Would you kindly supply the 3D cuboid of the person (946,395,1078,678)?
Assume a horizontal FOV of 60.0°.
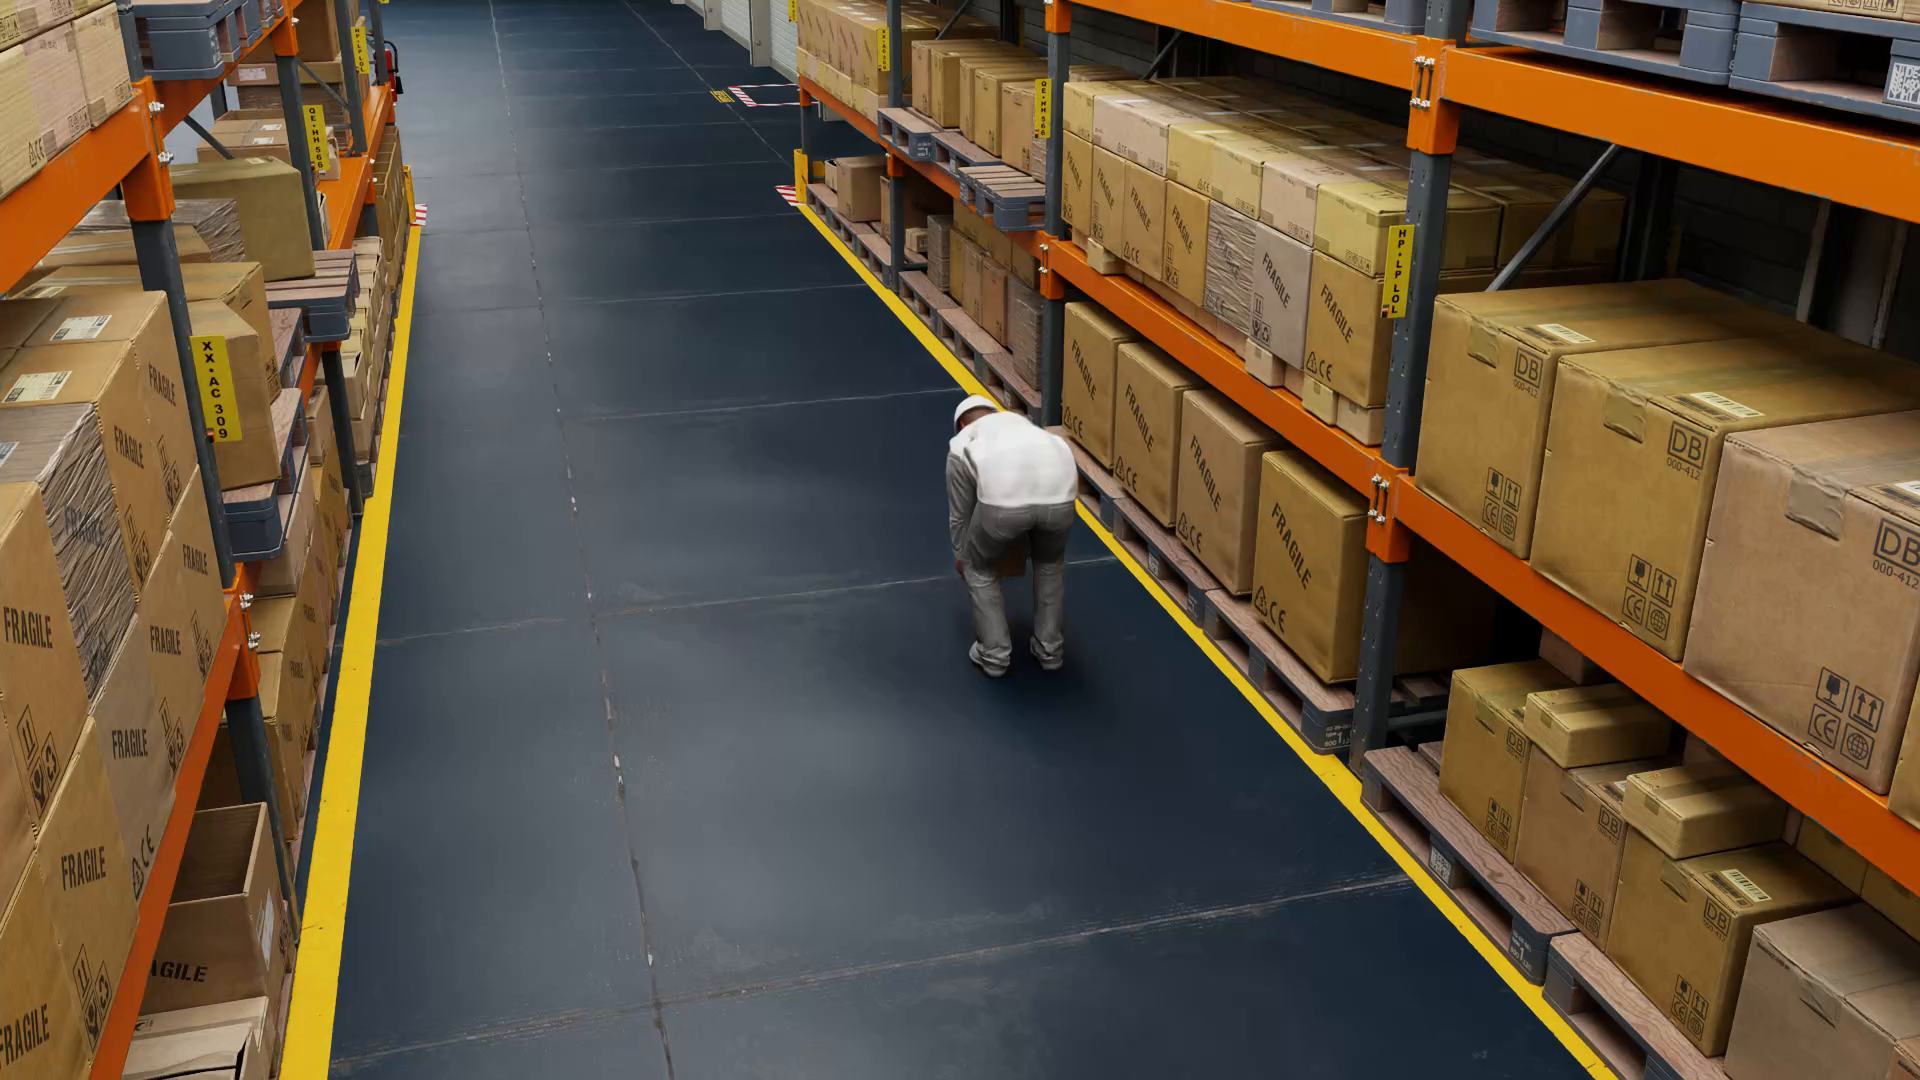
[{"bbox_3d":[0.194,-0.048,7.531,0.473,1.112,1.011,-6,24,-15],"label":"person"}]
